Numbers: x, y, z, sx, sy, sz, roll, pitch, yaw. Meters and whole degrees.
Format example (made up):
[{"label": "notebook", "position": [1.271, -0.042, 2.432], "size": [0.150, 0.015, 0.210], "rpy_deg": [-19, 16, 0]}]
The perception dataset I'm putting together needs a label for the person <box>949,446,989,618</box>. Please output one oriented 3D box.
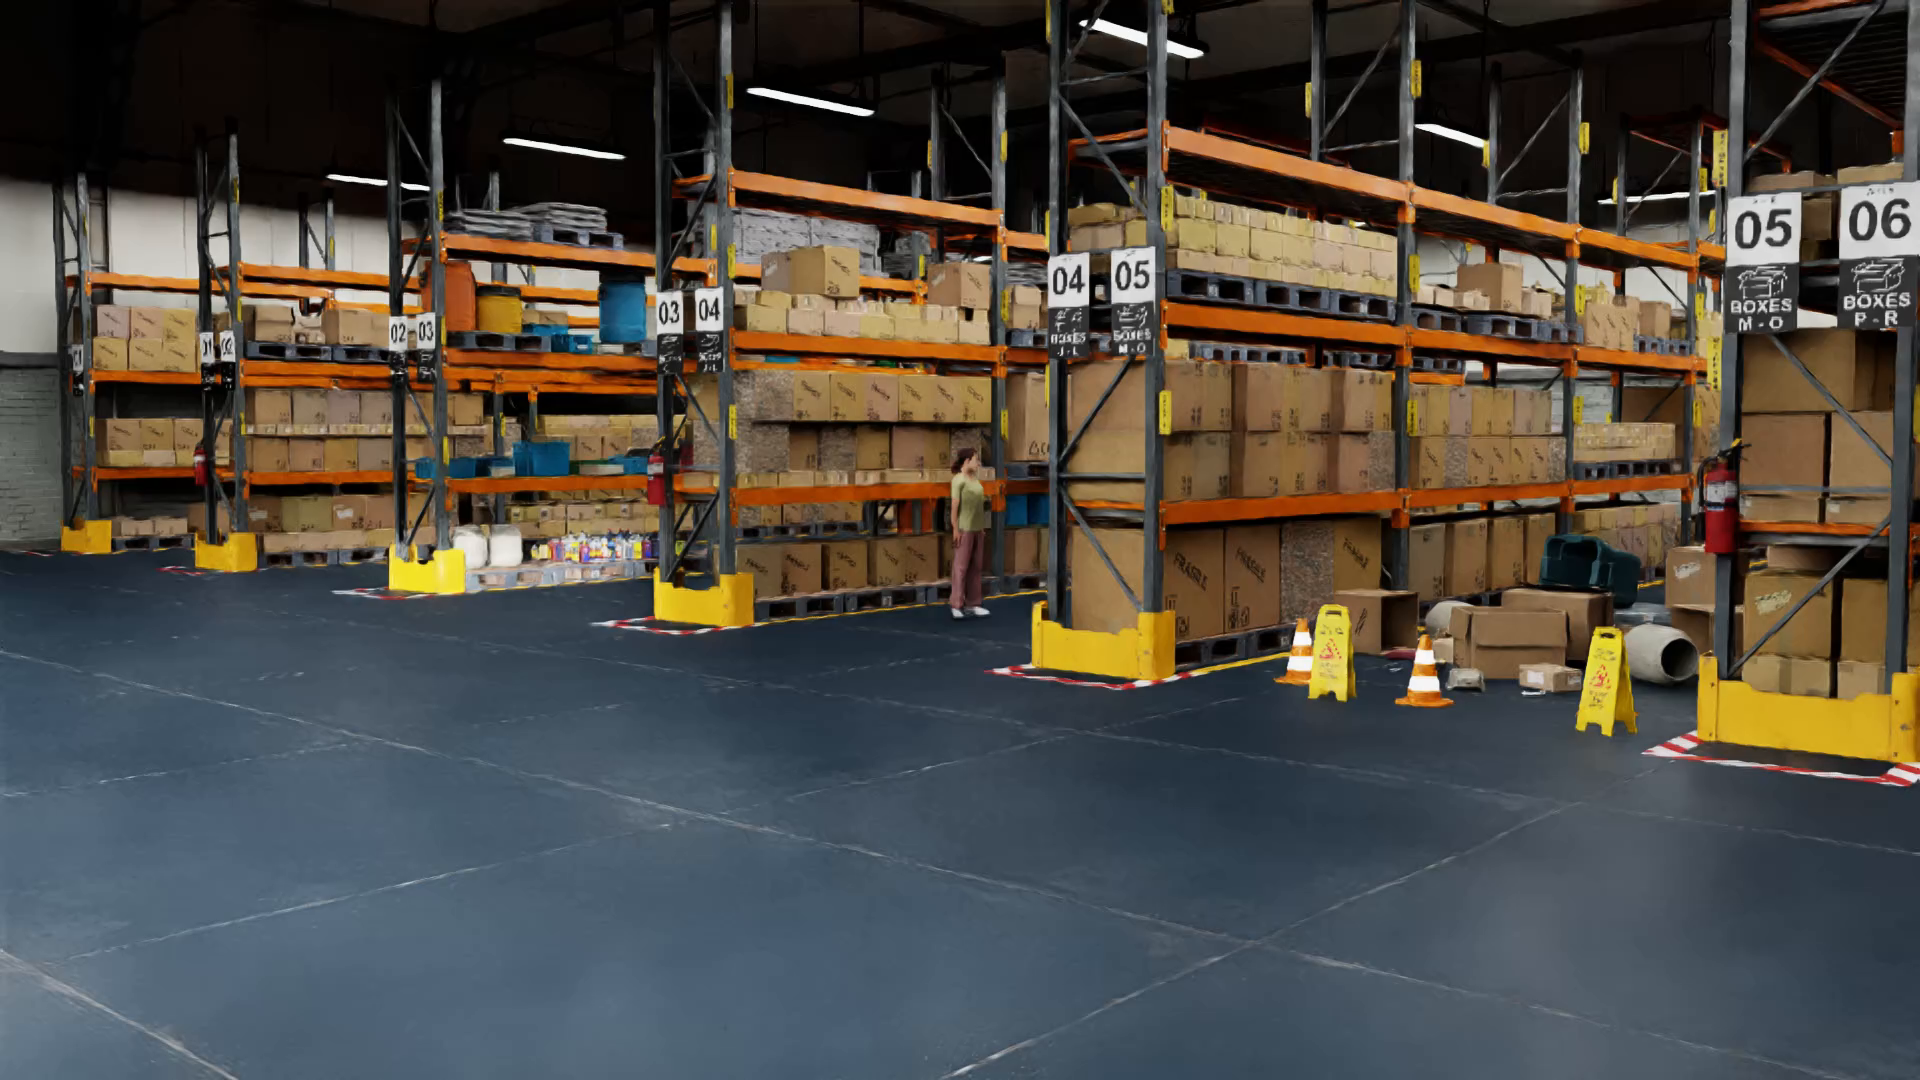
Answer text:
[{"label": "person", "position": [0.091, -0.084, 16.399], "size": [0.358, 1.680, 0.525], "rpy_deg": [2, 4, 32]}]
